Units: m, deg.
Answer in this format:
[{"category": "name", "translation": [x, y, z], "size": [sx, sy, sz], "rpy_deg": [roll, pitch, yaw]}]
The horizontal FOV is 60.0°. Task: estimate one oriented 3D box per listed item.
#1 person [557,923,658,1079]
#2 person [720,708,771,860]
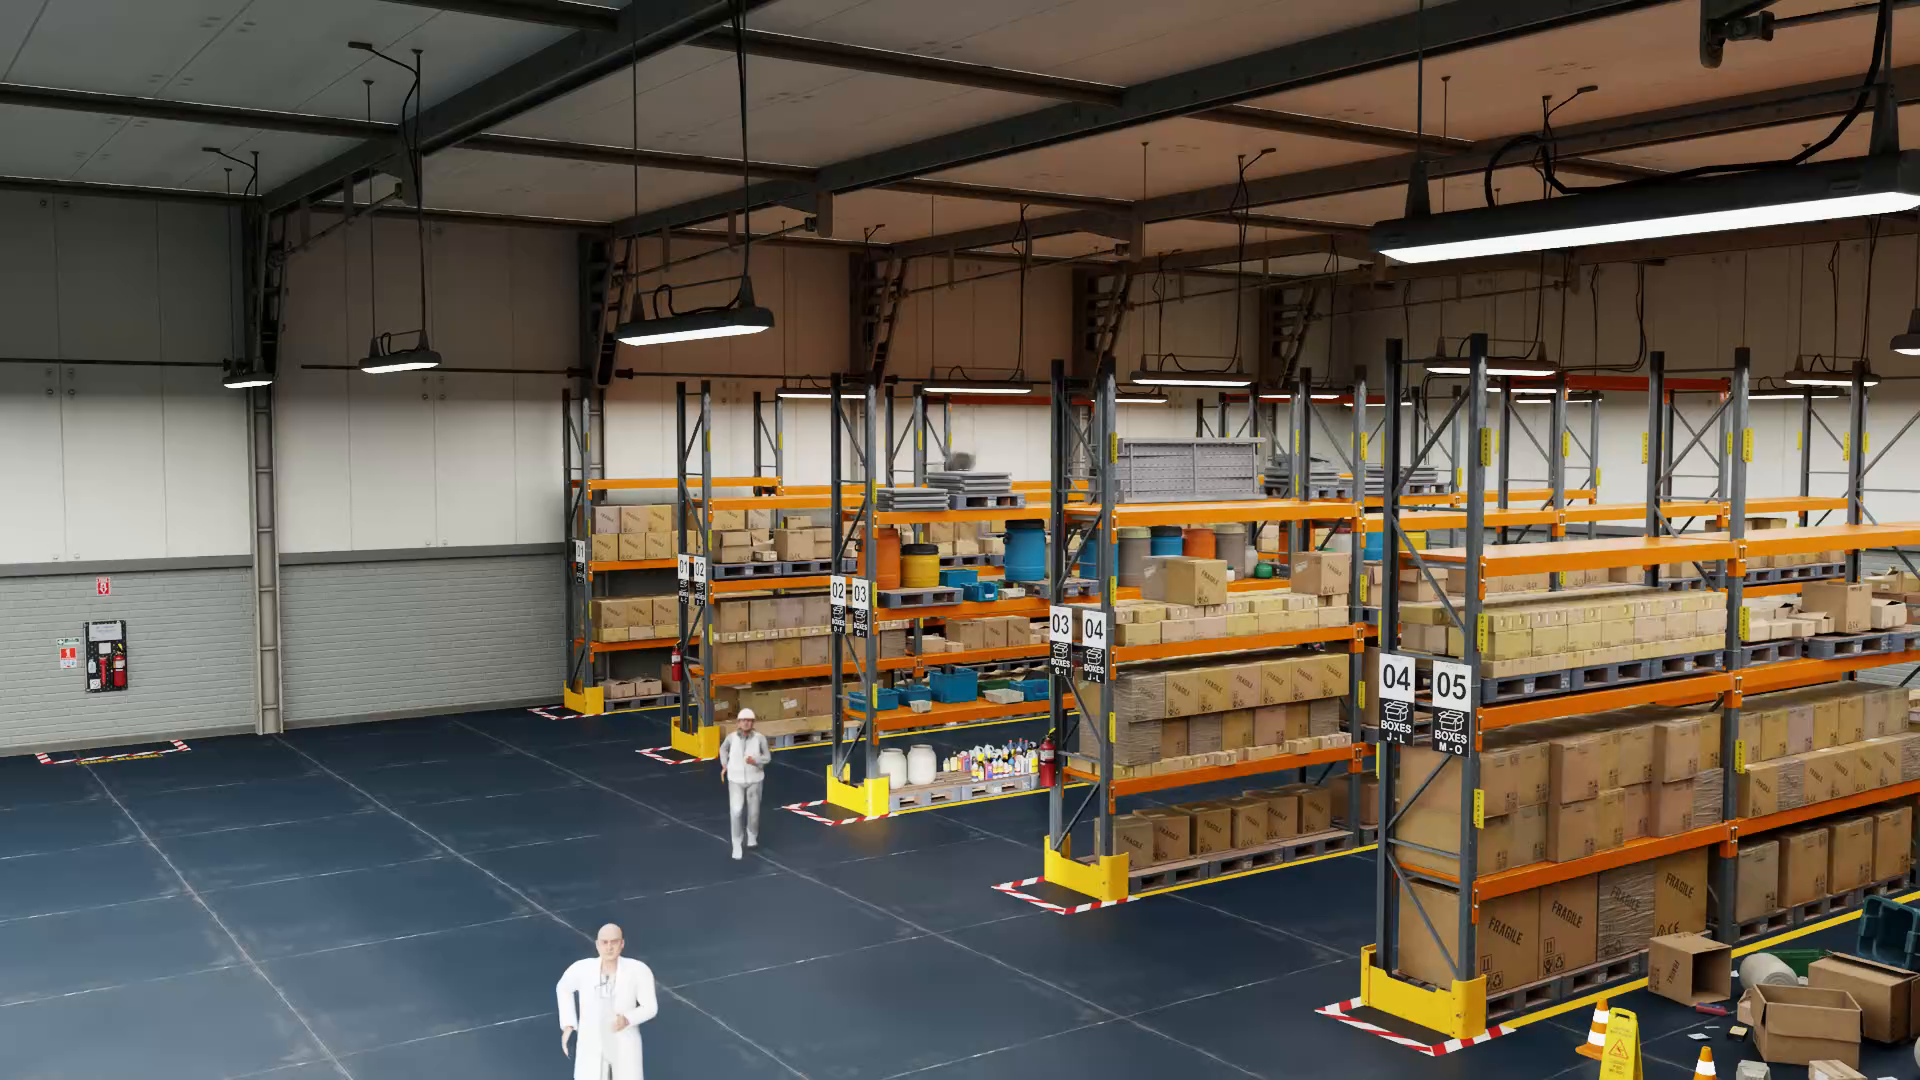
[{"category": "person", "translation": [-2.422, 3.546, 11.449], "size": [0.673, 1.800, 0.773], "rpy_deg": [-1, 4, -14]}, {"category": "person", "translation": [-2.628, 2.976, 20.378], "size": [0.627, 1.831, 0.753], "rpy_deg": [0, 4, -8]}]
